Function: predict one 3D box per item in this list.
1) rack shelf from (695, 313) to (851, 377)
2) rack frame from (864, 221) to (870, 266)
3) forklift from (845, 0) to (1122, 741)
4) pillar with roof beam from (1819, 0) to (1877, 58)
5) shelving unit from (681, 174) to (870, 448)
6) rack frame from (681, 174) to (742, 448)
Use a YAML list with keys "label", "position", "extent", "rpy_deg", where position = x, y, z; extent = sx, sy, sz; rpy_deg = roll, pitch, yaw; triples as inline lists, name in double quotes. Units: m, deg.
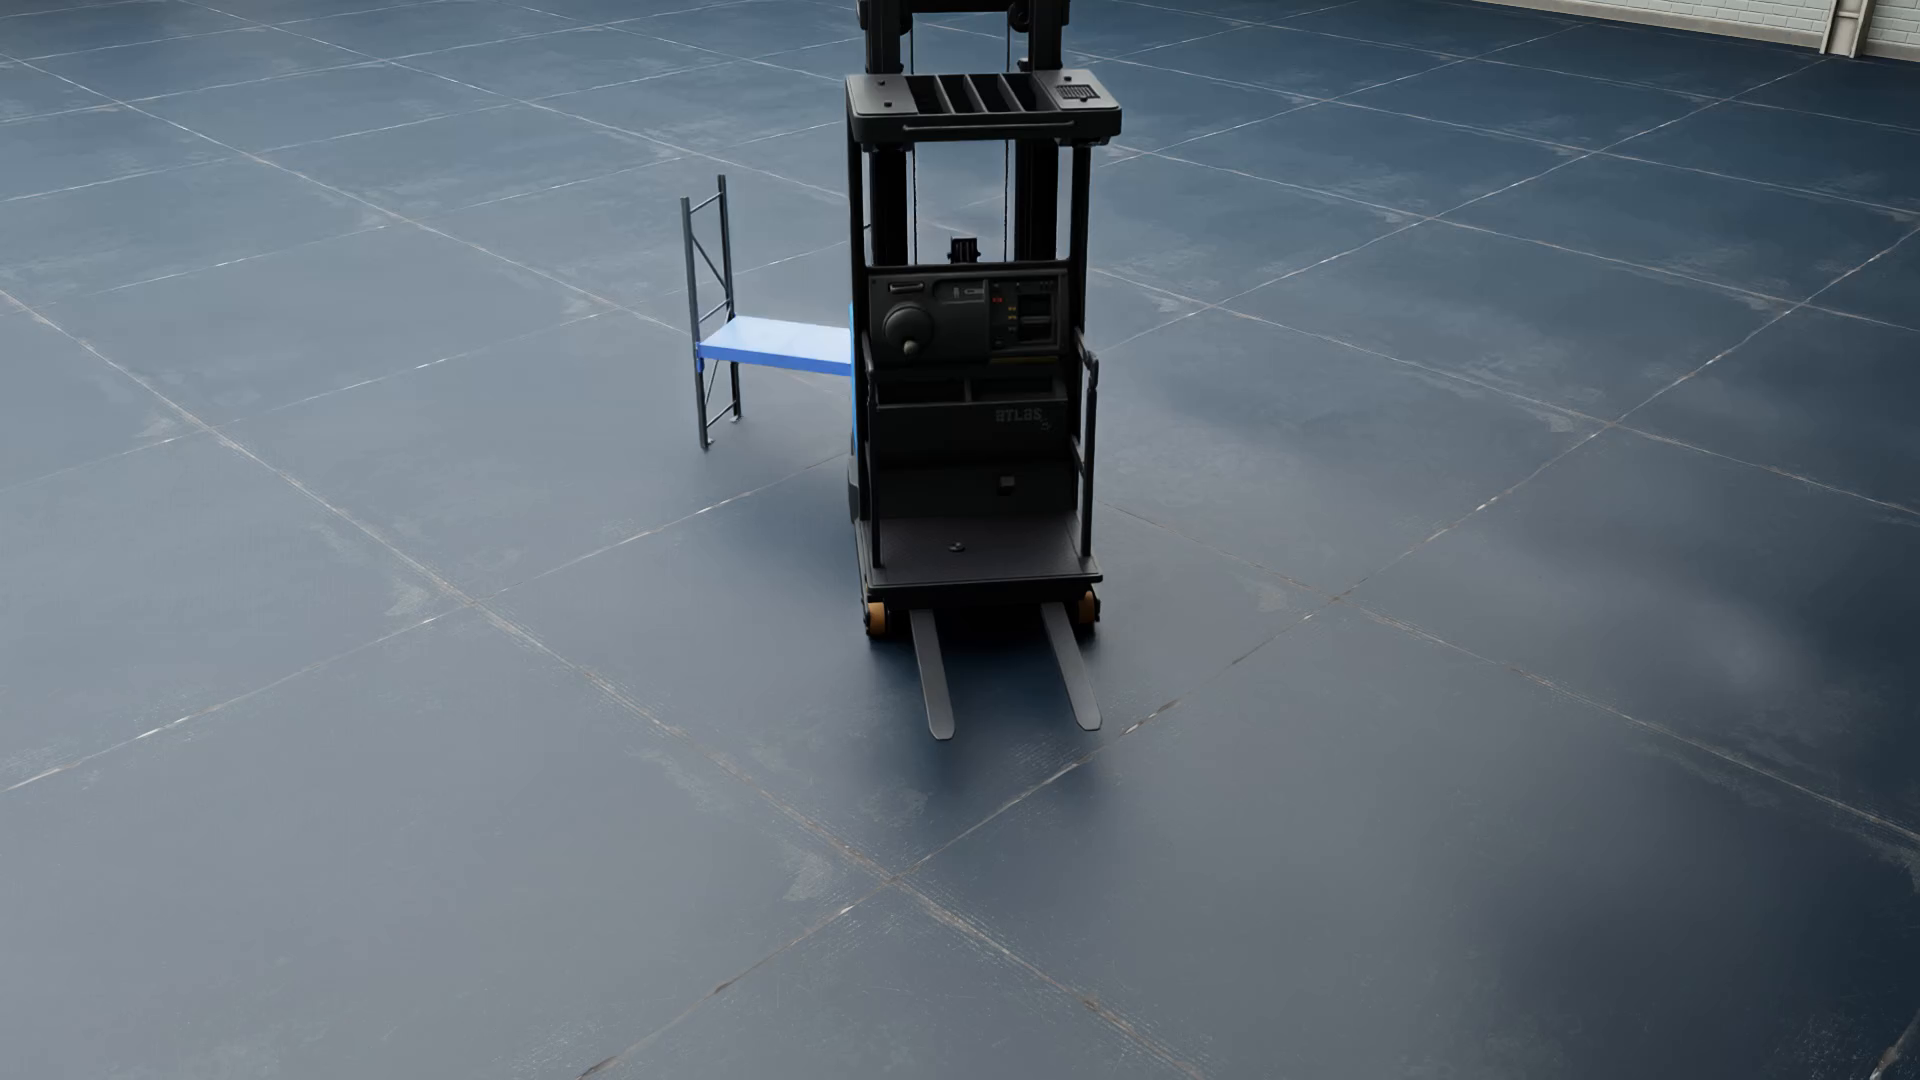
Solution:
- label: "rack shelf"
  position: [-0.953, -1.085, 9.588]
  extent: [1.000, 0.185, 0.538]
  rpy_deg: [9, 29, 16]
- label: "rack frame"
  position: [-0.472, -1.168, 9.361]
  extent: [0.032, 1.500, 0.500]
  rpy_deg: [9, 29, 16]
- label: "forklift"
  position: [0.070, -1.008, 7.518]
  extent: [1.130, 2.935, 3.031]
  rpy_deg: [-3, 28, -6]
- label: "pillar with roof beam"
  position: [7.438, -8.327, 14.918]
  extent: [0.400, 9.000, 9.100]
  rpy_deg: [25, 36, 38]
- label: "shelving unit"
  position: [-0.953, -1.244, 9.504]
  extent: [1.048, 1.500, 0.538]
  rpy_deg: [9, 29, 16]
- label: "rack frame"
  position: [-1.435, -1.319, 9.648]
  extent: [0.032, 1.500, 0.500]
  rpy_deg: [9, 29, 16]
